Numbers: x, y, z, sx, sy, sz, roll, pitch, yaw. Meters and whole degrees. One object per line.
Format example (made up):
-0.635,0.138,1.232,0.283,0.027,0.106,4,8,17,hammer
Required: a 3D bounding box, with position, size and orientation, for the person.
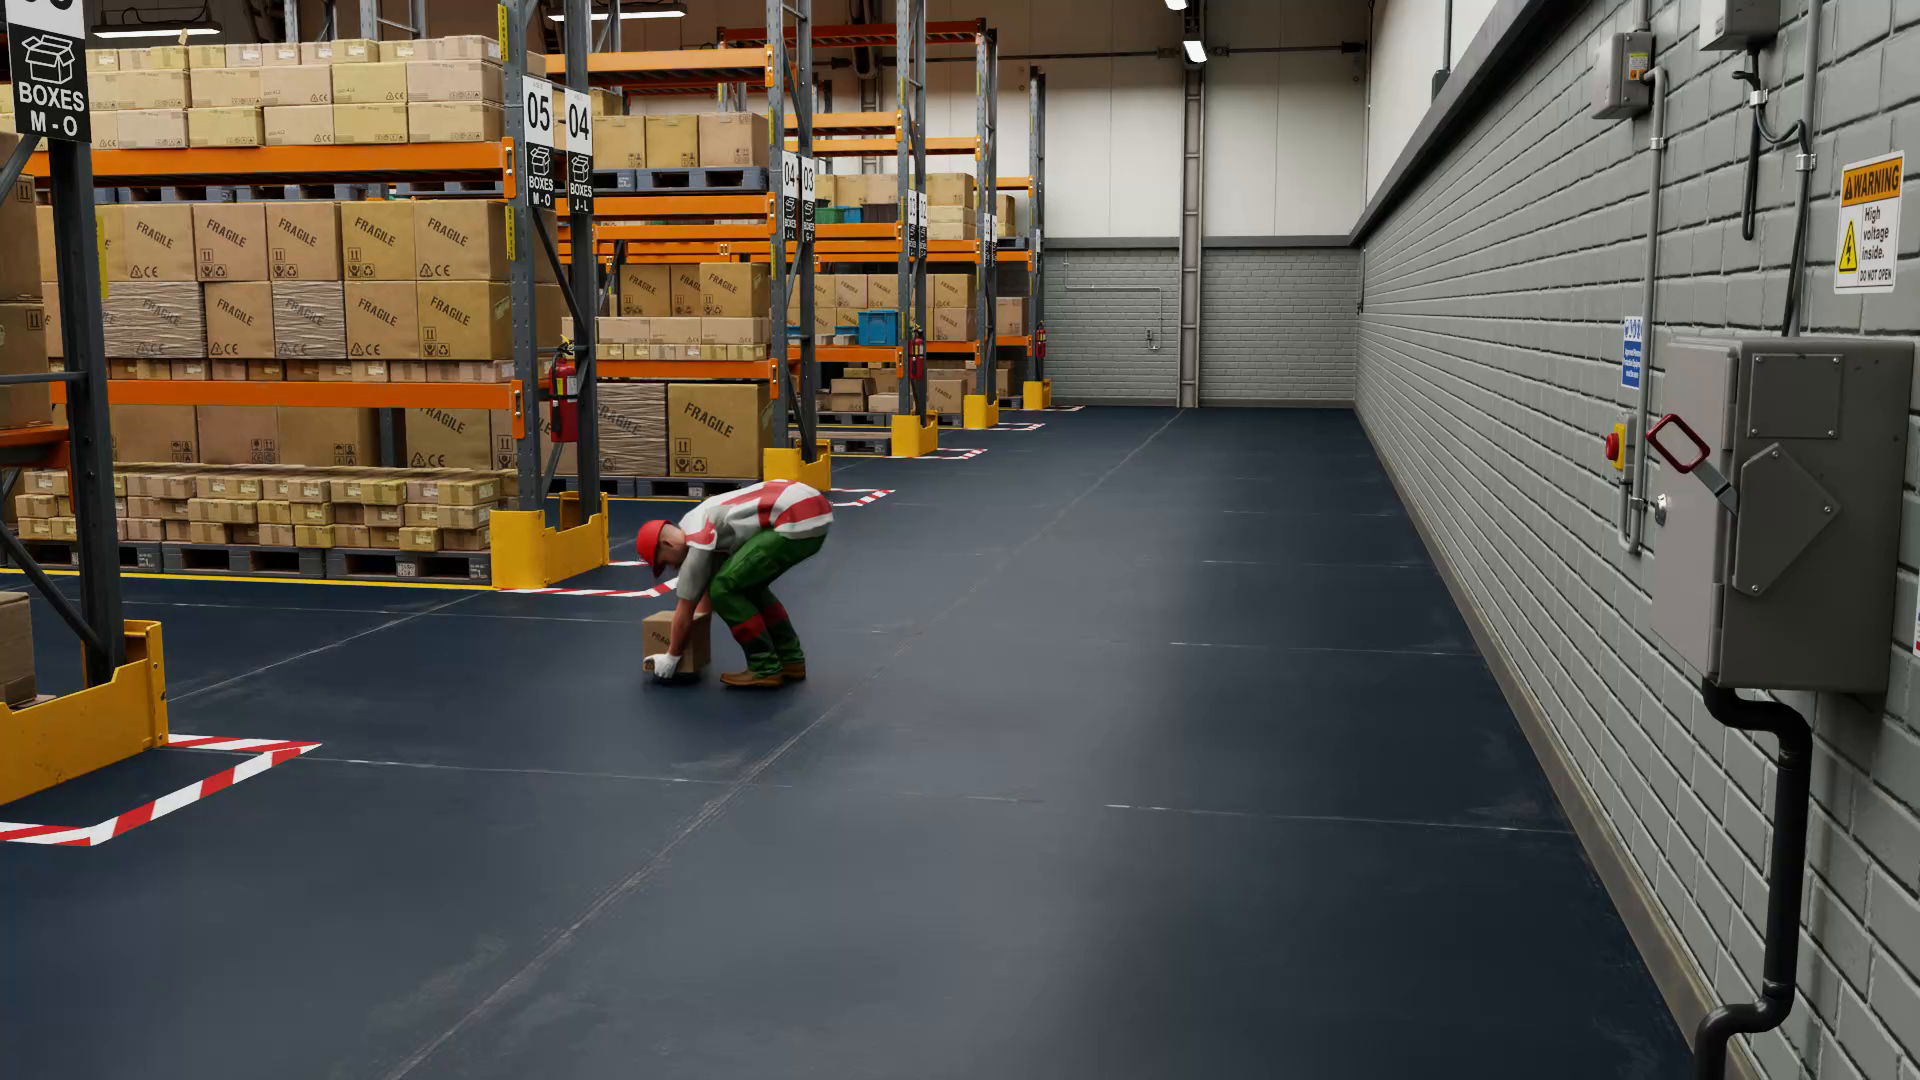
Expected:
-1.076,0.195,7.920,0.948,0.970,0.522,1,8,8,person
